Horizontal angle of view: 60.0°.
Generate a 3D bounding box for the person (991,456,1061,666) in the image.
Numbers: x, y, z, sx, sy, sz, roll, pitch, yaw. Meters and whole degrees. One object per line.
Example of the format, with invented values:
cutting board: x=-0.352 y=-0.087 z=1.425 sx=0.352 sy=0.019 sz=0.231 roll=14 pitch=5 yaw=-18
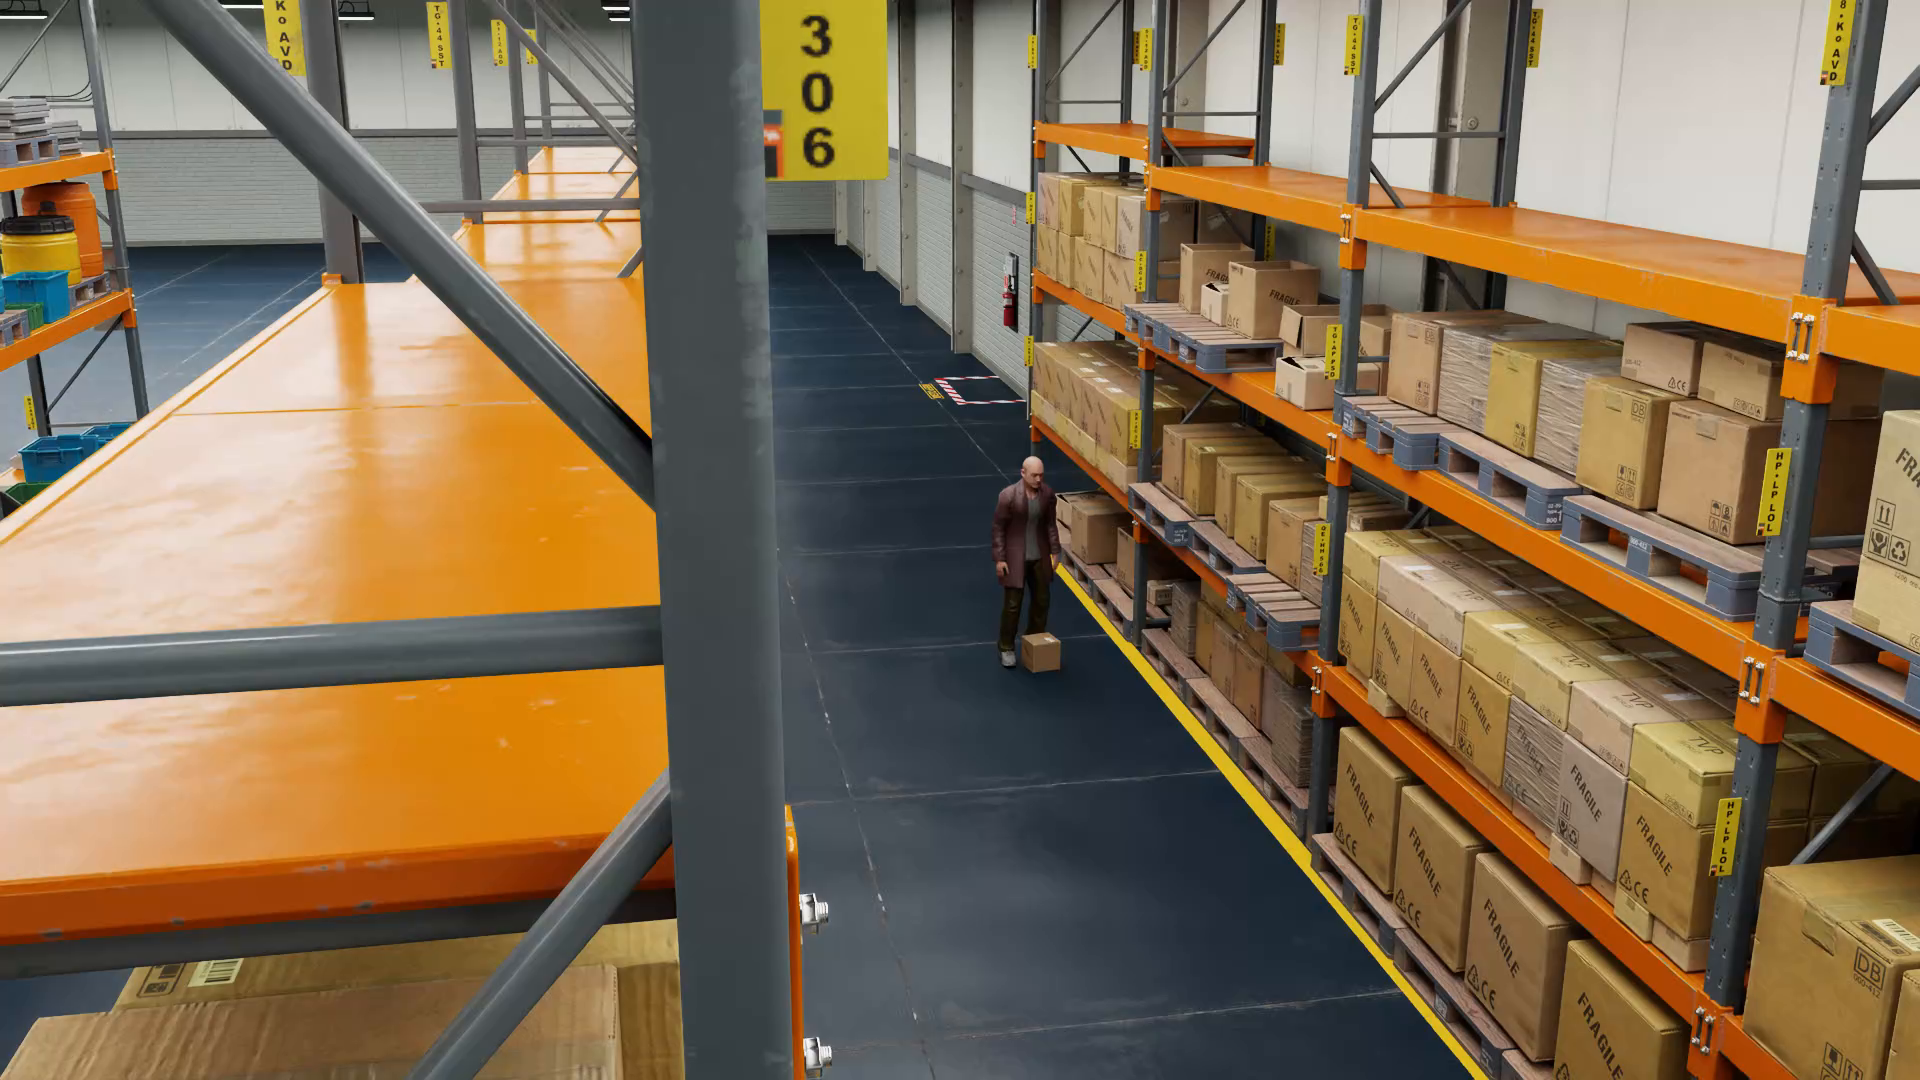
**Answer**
person: x=0.564 y=0.155 z=14.025 sx=0.641 sy=1.773 sz=0.428 roll=-8 pitch=18 yaw=-24
